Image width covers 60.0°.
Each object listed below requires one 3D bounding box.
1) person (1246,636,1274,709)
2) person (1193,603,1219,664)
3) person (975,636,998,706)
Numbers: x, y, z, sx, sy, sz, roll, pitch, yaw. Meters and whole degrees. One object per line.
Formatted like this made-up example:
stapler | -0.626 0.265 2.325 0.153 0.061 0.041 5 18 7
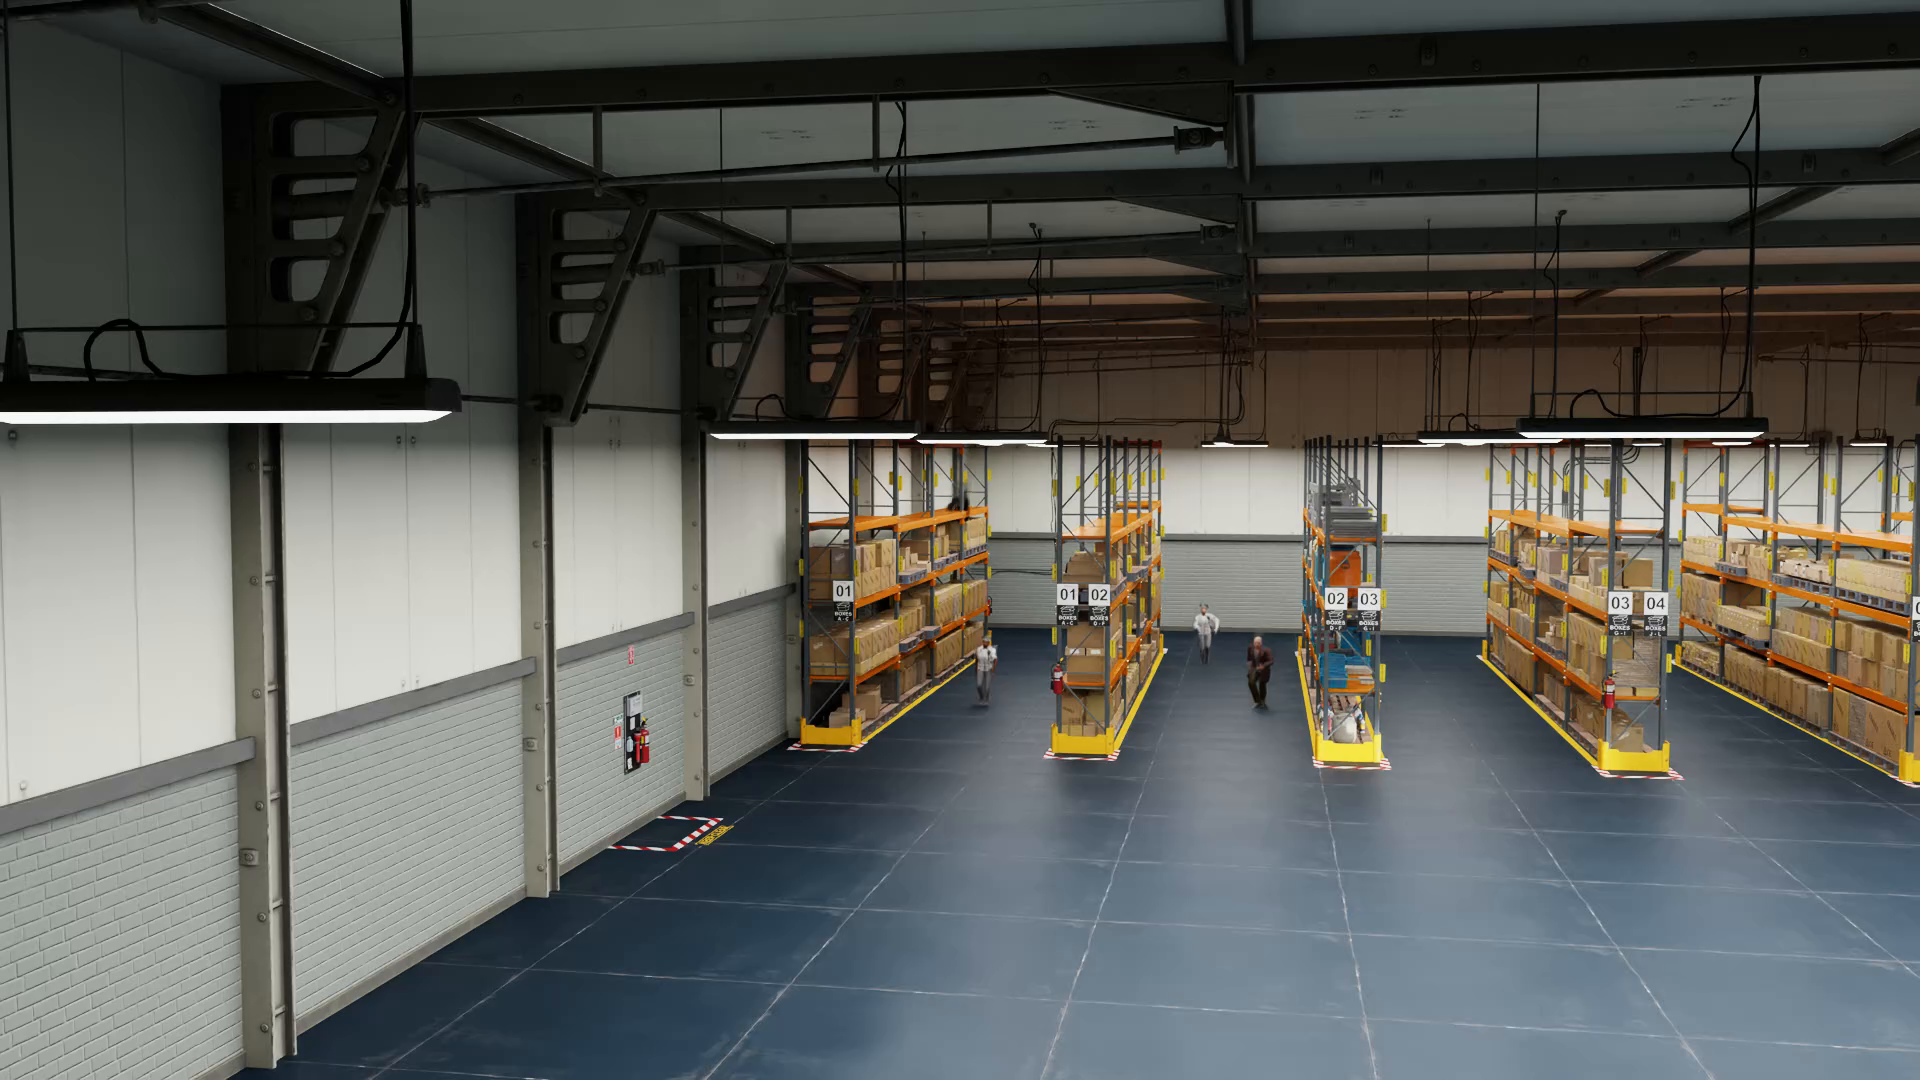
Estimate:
person | 6.664 2.902 36.857 0.714 1.618 1.118 1 3 25
person | 6.511 2.500 44.049 0.646 1.646 0.773 1 3 14
person | 0.570 2.909 36.892 0.572 1.609 0.760 0 3 8
